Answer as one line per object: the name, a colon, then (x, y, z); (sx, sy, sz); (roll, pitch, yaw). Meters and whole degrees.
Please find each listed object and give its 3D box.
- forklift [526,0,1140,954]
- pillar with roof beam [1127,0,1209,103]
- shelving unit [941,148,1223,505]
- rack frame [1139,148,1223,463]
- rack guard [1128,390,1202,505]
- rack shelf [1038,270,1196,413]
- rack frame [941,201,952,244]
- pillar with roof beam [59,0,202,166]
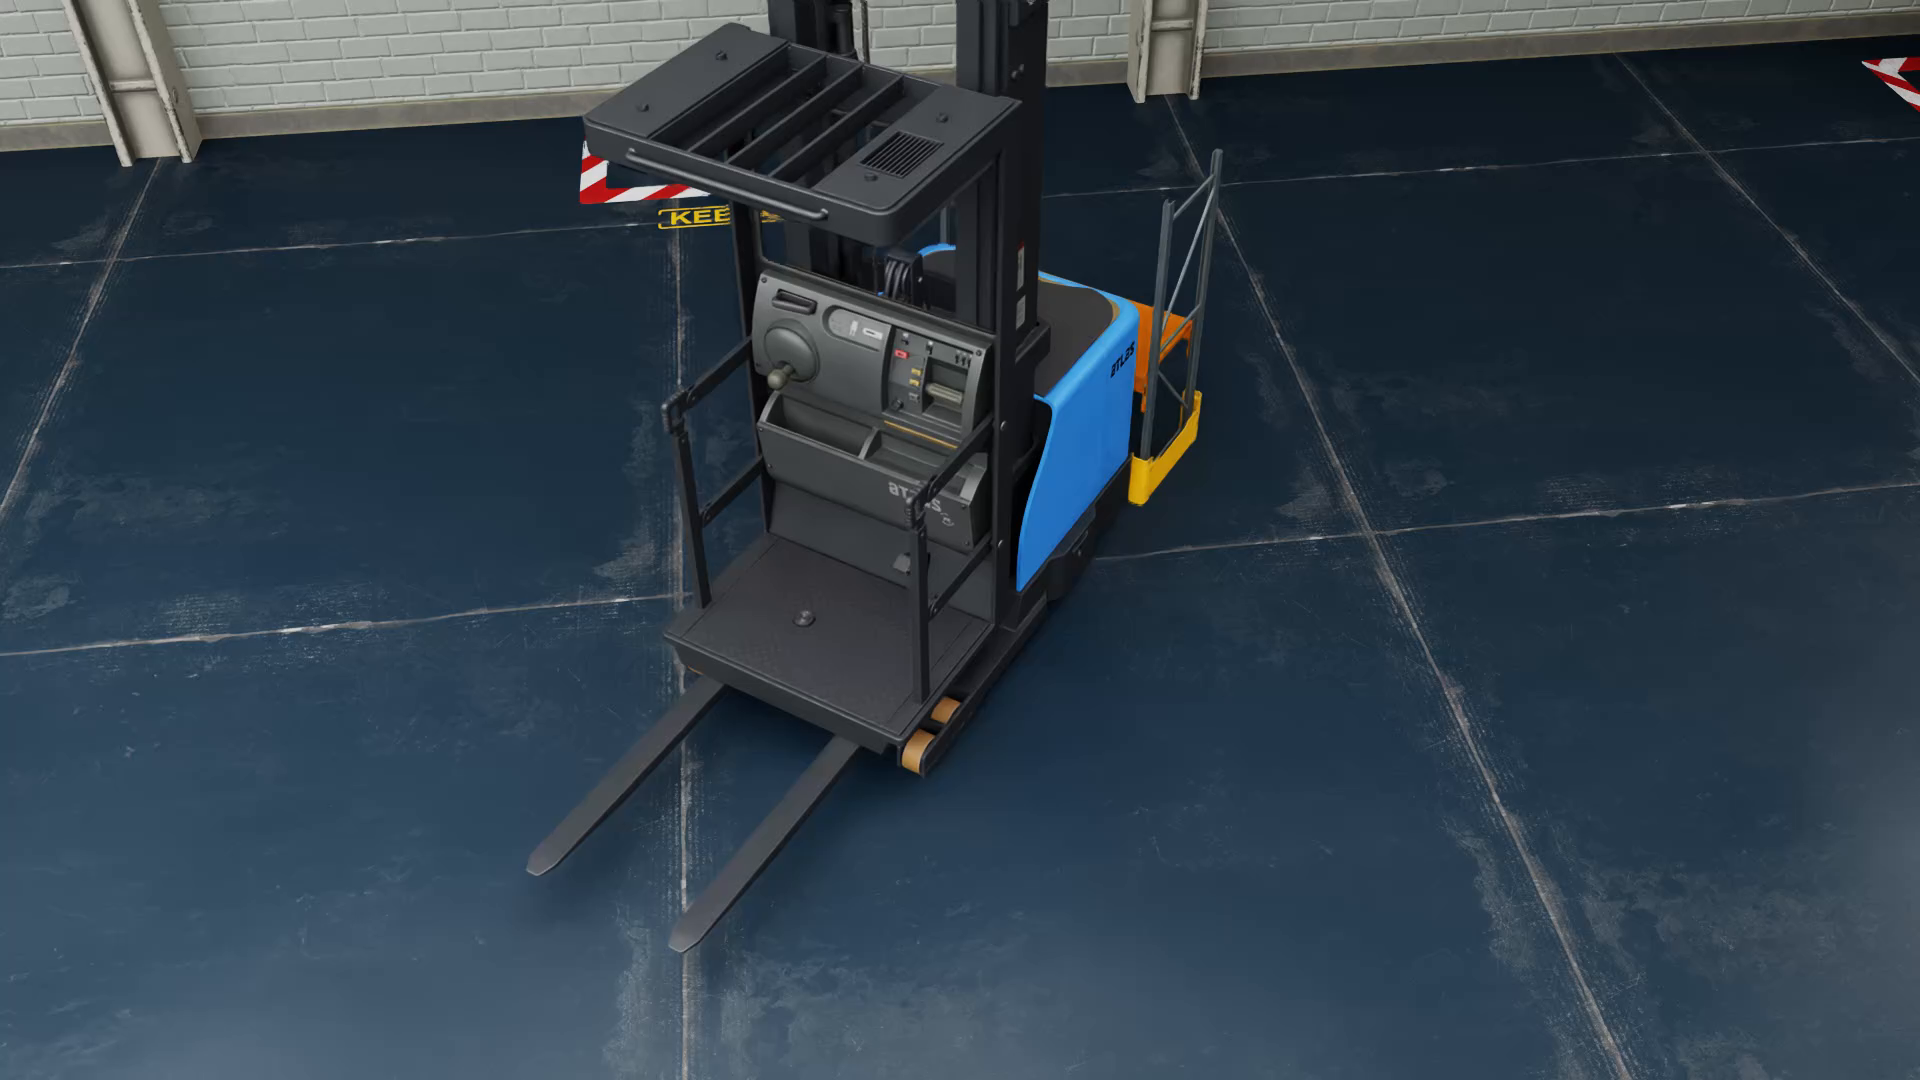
forklift: (-0.434, -0.562, 5.685); (1.130, 2.935, 3.031); (21, 46, 22)
pillar with roof beam: (1.817, -3.292, 4.181); (0.400, 9.000, 9.100); (-5, 42, -6)
shelving unit: (0.503, -1.064, 7.309); (1.083, 1.500, 0.587); (22, 46, 22)
rack frame: (0.931, -0.892, 7.118); (0.032, 1.500, 0.500); (22, 46, 22)
rack guard: (0.930, -0.428, 7.537); (0.087, 0.250, 0.587); (22, 46, 22)
rack shelf: (0.495, -0.933, 7.433); (1.000, 0.185, 0.538); (22, 46, 22)
rack frame: (0.059, -1.242, 7.507); (0.032, 1.500, 0.500); (22, 46, 22)
pillar with roof beam: (-4.132, -2.770, 3.603); (0.400, 9.000, 9.100); (-5, 42, -6)
